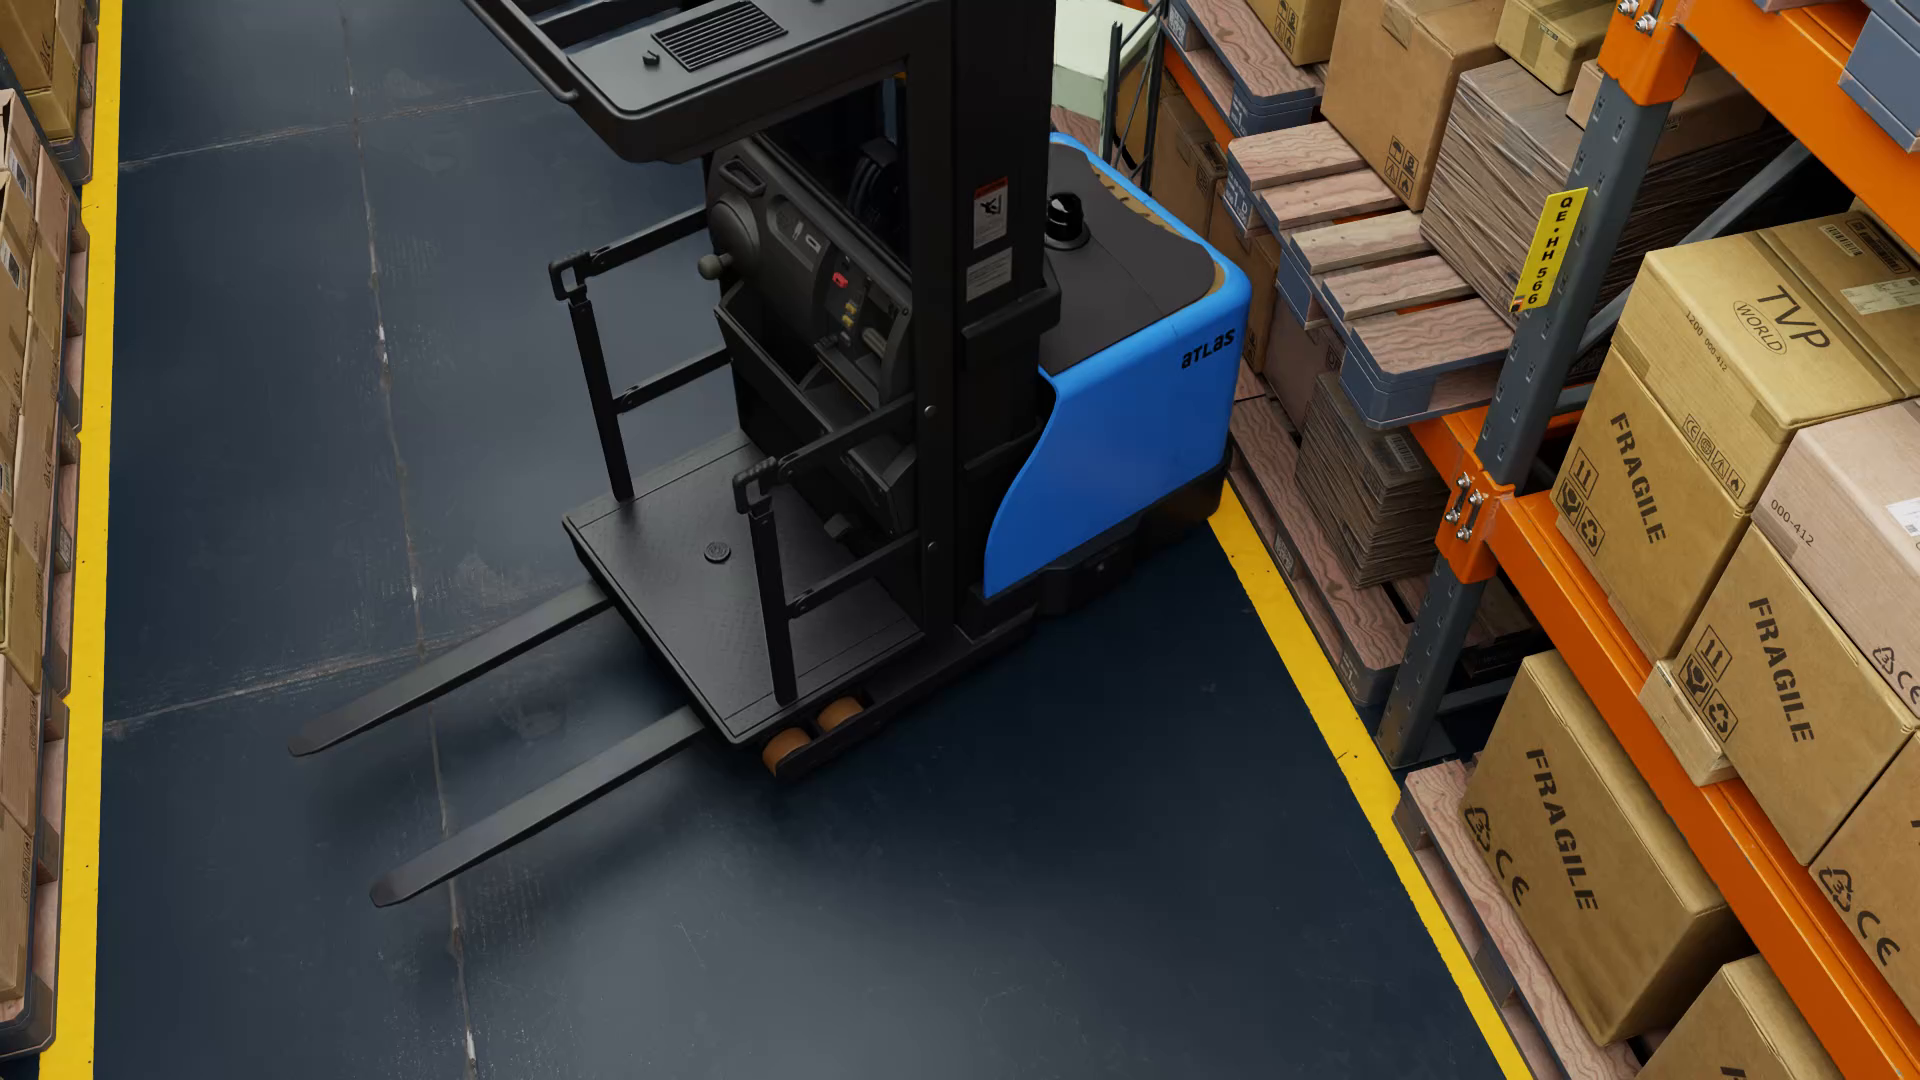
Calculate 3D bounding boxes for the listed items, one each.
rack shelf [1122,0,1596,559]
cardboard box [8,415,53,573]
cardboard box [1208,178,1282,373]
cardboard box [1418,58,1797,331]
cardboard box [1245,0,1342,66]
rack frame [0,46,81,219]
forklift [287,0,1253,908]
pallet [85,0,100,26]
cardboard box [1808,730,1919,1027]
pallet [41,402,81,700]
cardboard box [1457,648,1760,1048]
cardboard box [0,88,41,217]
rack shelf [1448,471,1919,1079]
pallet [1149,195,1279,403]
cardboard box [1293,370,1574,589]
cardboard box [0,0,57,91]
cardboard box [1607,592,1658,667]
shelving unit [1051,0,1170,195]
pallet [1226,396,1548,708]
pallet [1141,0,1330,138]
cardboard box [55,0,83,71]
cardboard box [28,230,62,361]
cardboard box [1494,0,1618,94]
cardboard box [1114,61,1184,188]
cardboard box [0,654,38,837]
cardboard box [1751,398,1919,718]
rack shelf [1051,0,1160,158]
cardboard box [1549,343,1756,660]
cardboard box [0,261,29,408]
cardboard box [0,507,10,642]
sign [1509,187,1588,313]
[{"bbox_3d":[1.202,-1.636,5.638,1.077,0.370,4.000,-13,51,-11],"label":"rack shelf"},{"bbox_3d":[-3.272,-0.103,5.398,0.500,0.250,0.500,-12,51,-10],"label":"cardboard box"},{"bbox_3d":[1.316,-1.017,5.992,0.700,0.500,0.500,-14,51,-11],"label":"cardboard box"},{"bbox_3d":[1.645,-0.922,4.213,0.700,0.500,0.500,-19,52,-15],"label":"cardboard box"},{"bbox_3d":[1.255,-1.827,4.976,0.700,0.500,0.500,-13,51,-11],"label":"cardboard box"},{"bbox_3d":[-4.120,-2.206,5.648,1.000,3.000,0.127,-13,51,-11],"label":"rack frame"},{"bbox_3d":[-0.586,-0.671,4.398,3.031,2.935,1.130,-29,56,-22],"label":"forklift"},{"bbox_3d":[-4.680,-2.790,7.964,1.003,0.211,1.213,-13,51,-11],"label":"pallet"},{"bbox_3d":[1.985,0.618,2.994,0.500,0.500,0.500,-14,51,-11],"label":"cardboard box"},{"bbox_3d":[-3.501,0.115,5.515,1.003,0.211,1.213,-13,51,-11],"label":"pallet"},{"bbox_3d":[1.886,0.717,4.315,0.750,0.750,0.750,-14,51,-11],"label":"cardboard box"},{"bbox_3d":[-3.727,-1.405,6.130,0.500,0.311,0.500,-13,51,-11],"label":"cardboard box"},{"bbox_3d":[2.385,1.285,3.175,1.077,0.370,4.000,-13,51,-11],"label":"rack shelf"},{"bbox_3d":[1.207,-0.969,6.429,1.003,0.211,1.213,-13,51,-11],"label":"pallet"},{"bbox_3d":[1.531,-0.258,5.352,0.700,0.500,0.500,-13,51,-10],"label":"cardboard box"},{"bbox_3d":[-3.958,-2.106,6.597,0.500,0.500,0.500,-13,51,-11],"label":"cardboard box"},{"bbox_3d":[1.736,0.146,3.816,0.380,0.149,0.250,-13,51,-10],"label":"cardboard box"},{"bbox_3d":[0.259,-1.378,5.918,0.755,1.500,0.431,24,55,19],"label":"shelving unit"},{"bbox_3d":[1.564,-0.080,5.679,1.003,0.211,1.213,-13,51,-11],"label":"pallet"},{"bbox_3d":[1.169,-1.782,5.416,1.003,0.211,1.213,-13,51,-11],"label":"pallet"},{"bbox_3d":[-4.111,-2.229,7.191,0.500,0.250,0.500,-13,51,-11],"label":"cardboard box"},{"bbox_3d":[-3.573,-0.848,6.027,0.500,0.250,0.500,-14,51,-12],"label":"cardboard box"},{"bbox_3d":[1.554,-1.267,4.079,0.380,0.149,0.250,-21,53,-17],"label":"cardboard box"},{"bbox_3d":[1.045,-1.765,6.623,0.700,0.500,0.500,-14,51,-12],"label":"cardboard box"},{"bbox_3d":[-2.961,0.650,4.764,0.500,0.250,0.500,-15,51,-12],"label":"cardboard box"},{"bbox_3d":[1.841,-0.001,3.026,0.500,0.250,0.500,-14,51,-11],"label":"cardboard box"},{"bbox_3d":[0.259,-1.625,5.616,0.720,0.370,0.431,24,55,19],"label":"rack shelf"},{"bbox_3d":[1.693,-0.129,3.624,0.500,0.500,0.500,-12,51,-10],"label":"cardboard box"},{"bbox_3d":[-3.421,-0.661,5.503,0.500,0.311,0.500,-13,51,-11],"label":"cardboard box"},{"bbox_3d":[-3.124,0.082,4.876,0.500,0.311,0.500,-15,51,-12],"label":"cardboard box"},{"bbox_3d":[1.278,-0.626,3.610,0.100,0.325,0.005,-13,51,-11],"label":"sign"}]
